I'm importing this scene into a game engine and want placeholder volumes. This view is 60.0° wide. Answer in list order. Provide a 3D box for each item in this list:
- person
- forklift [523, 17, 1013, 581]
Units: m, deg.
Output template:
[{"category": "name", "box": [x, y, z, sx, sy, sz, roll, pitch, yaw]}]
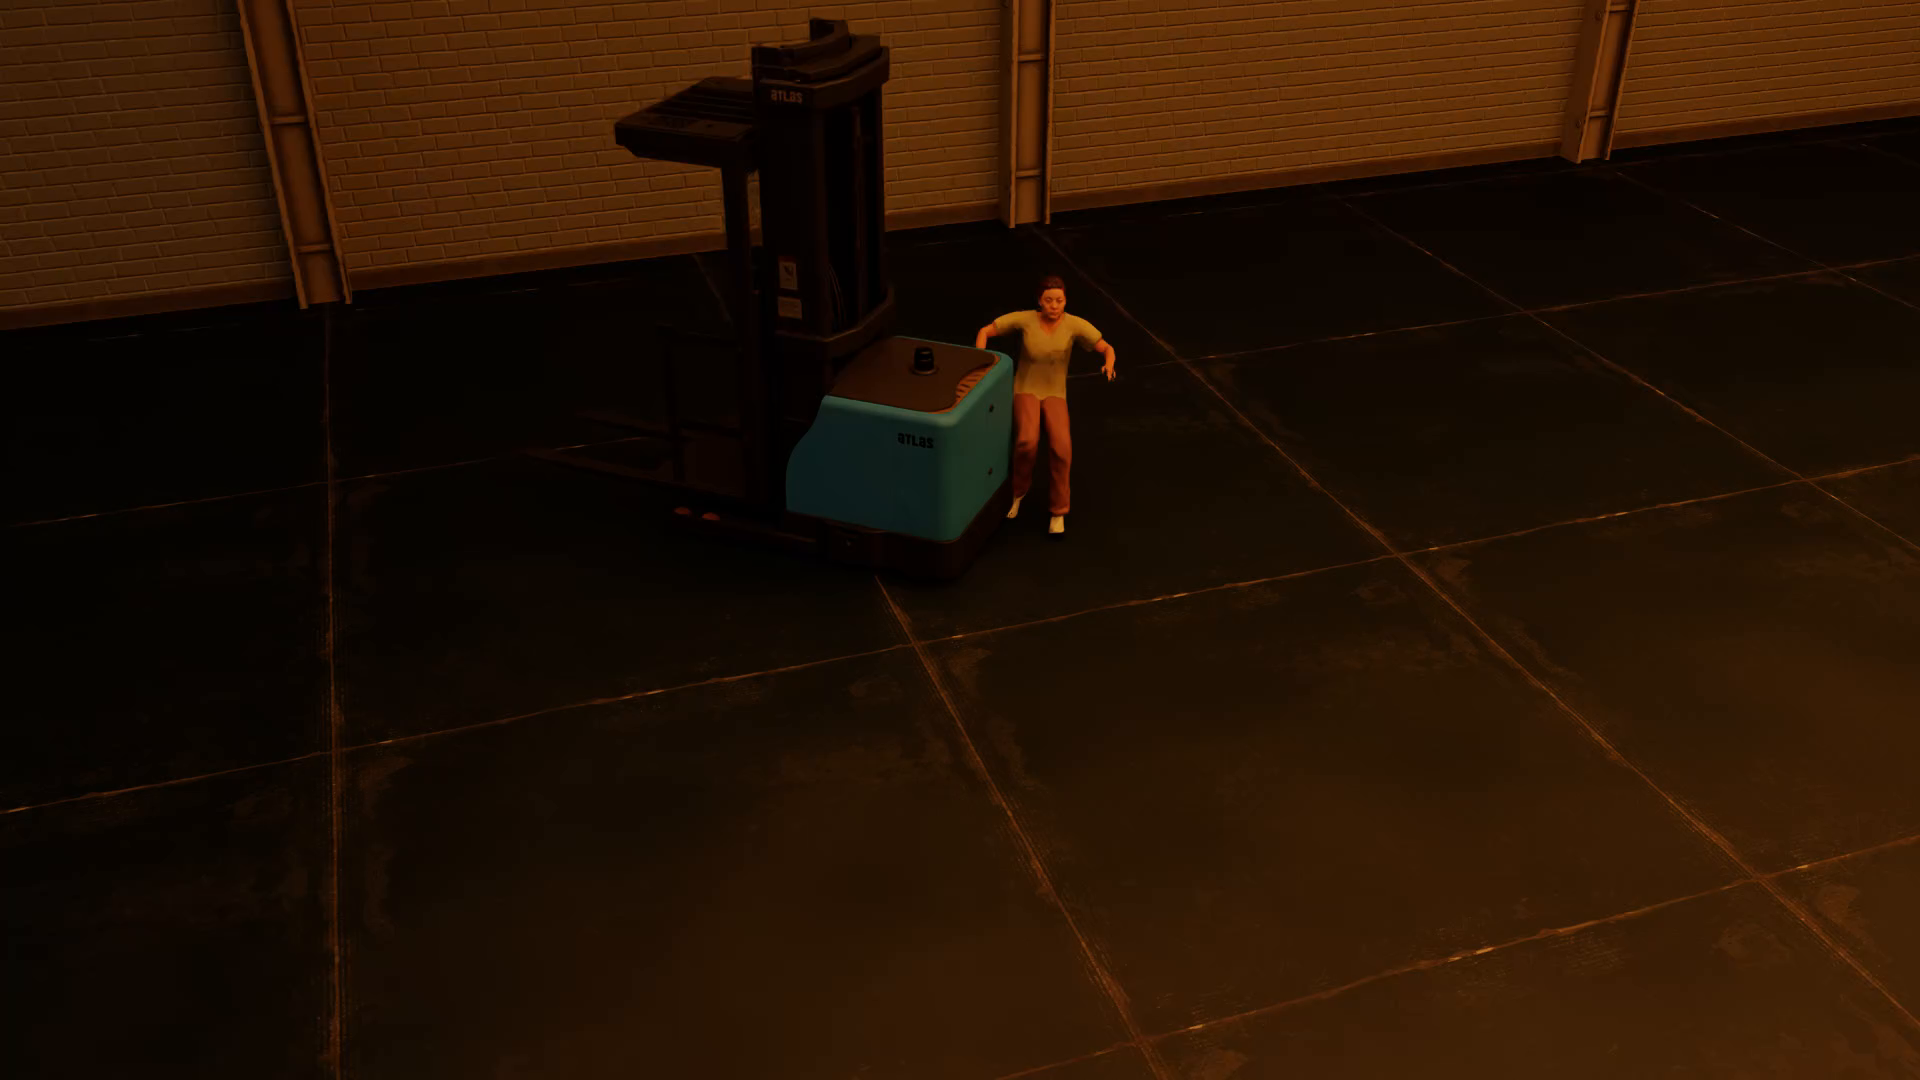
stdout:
[{"category": "person", "box": [0.563, -0.779, 10.113, 0.648, 1.134, 0.702, -5, 30, -8]}, {"category": "forklift", "box": [-1.240, -1.496, 9.687, 3.031, 2.935, 1.130, 11, 32, 19]}]
